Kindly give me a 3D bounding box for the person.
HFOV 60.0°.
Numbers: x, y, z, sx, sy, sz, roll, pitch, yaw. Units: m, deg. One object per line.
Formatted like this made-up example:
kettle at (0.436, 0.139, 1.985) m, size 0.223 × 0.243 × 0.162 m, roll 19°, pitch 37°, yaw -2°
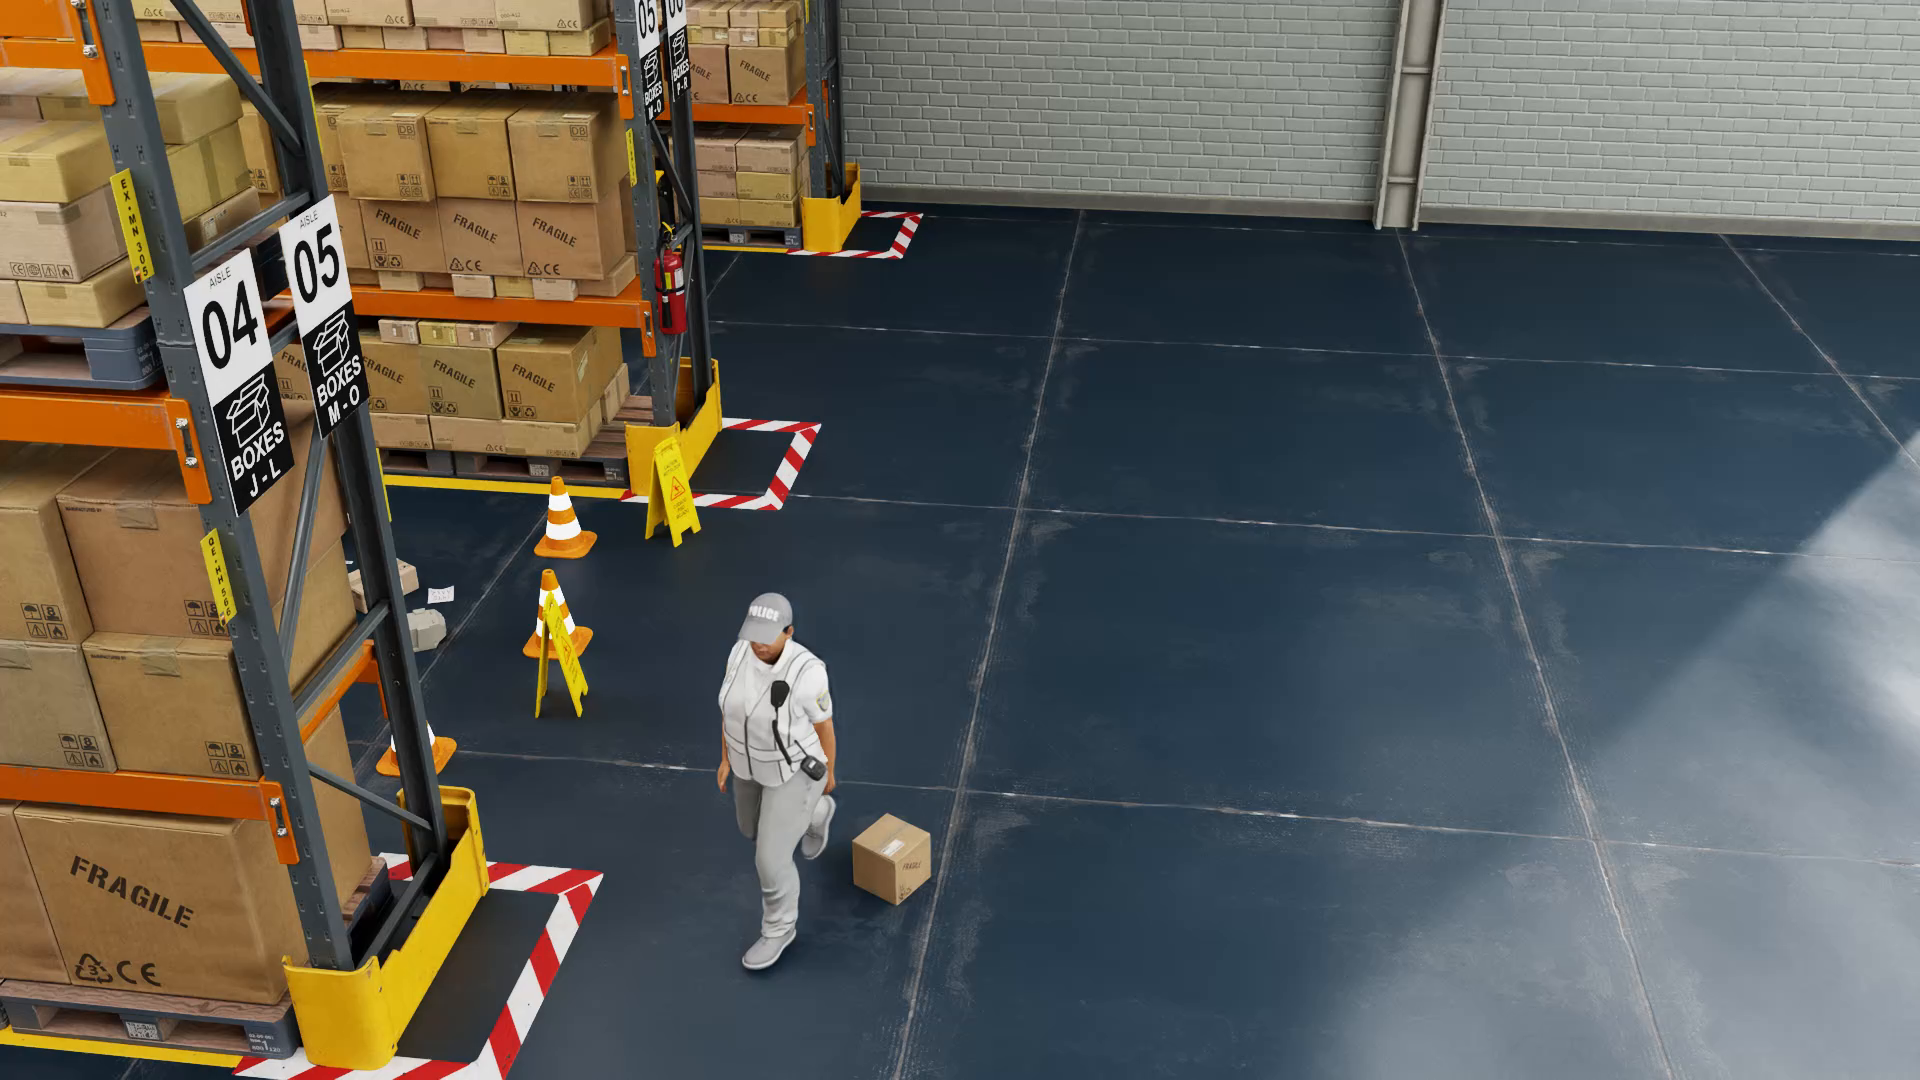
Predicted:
person at (-0.726, 0.904, 6.934) m, size 0.481 × 1.622 × 0.849 m, roll 18°, pitch 33°, yaw 29°
